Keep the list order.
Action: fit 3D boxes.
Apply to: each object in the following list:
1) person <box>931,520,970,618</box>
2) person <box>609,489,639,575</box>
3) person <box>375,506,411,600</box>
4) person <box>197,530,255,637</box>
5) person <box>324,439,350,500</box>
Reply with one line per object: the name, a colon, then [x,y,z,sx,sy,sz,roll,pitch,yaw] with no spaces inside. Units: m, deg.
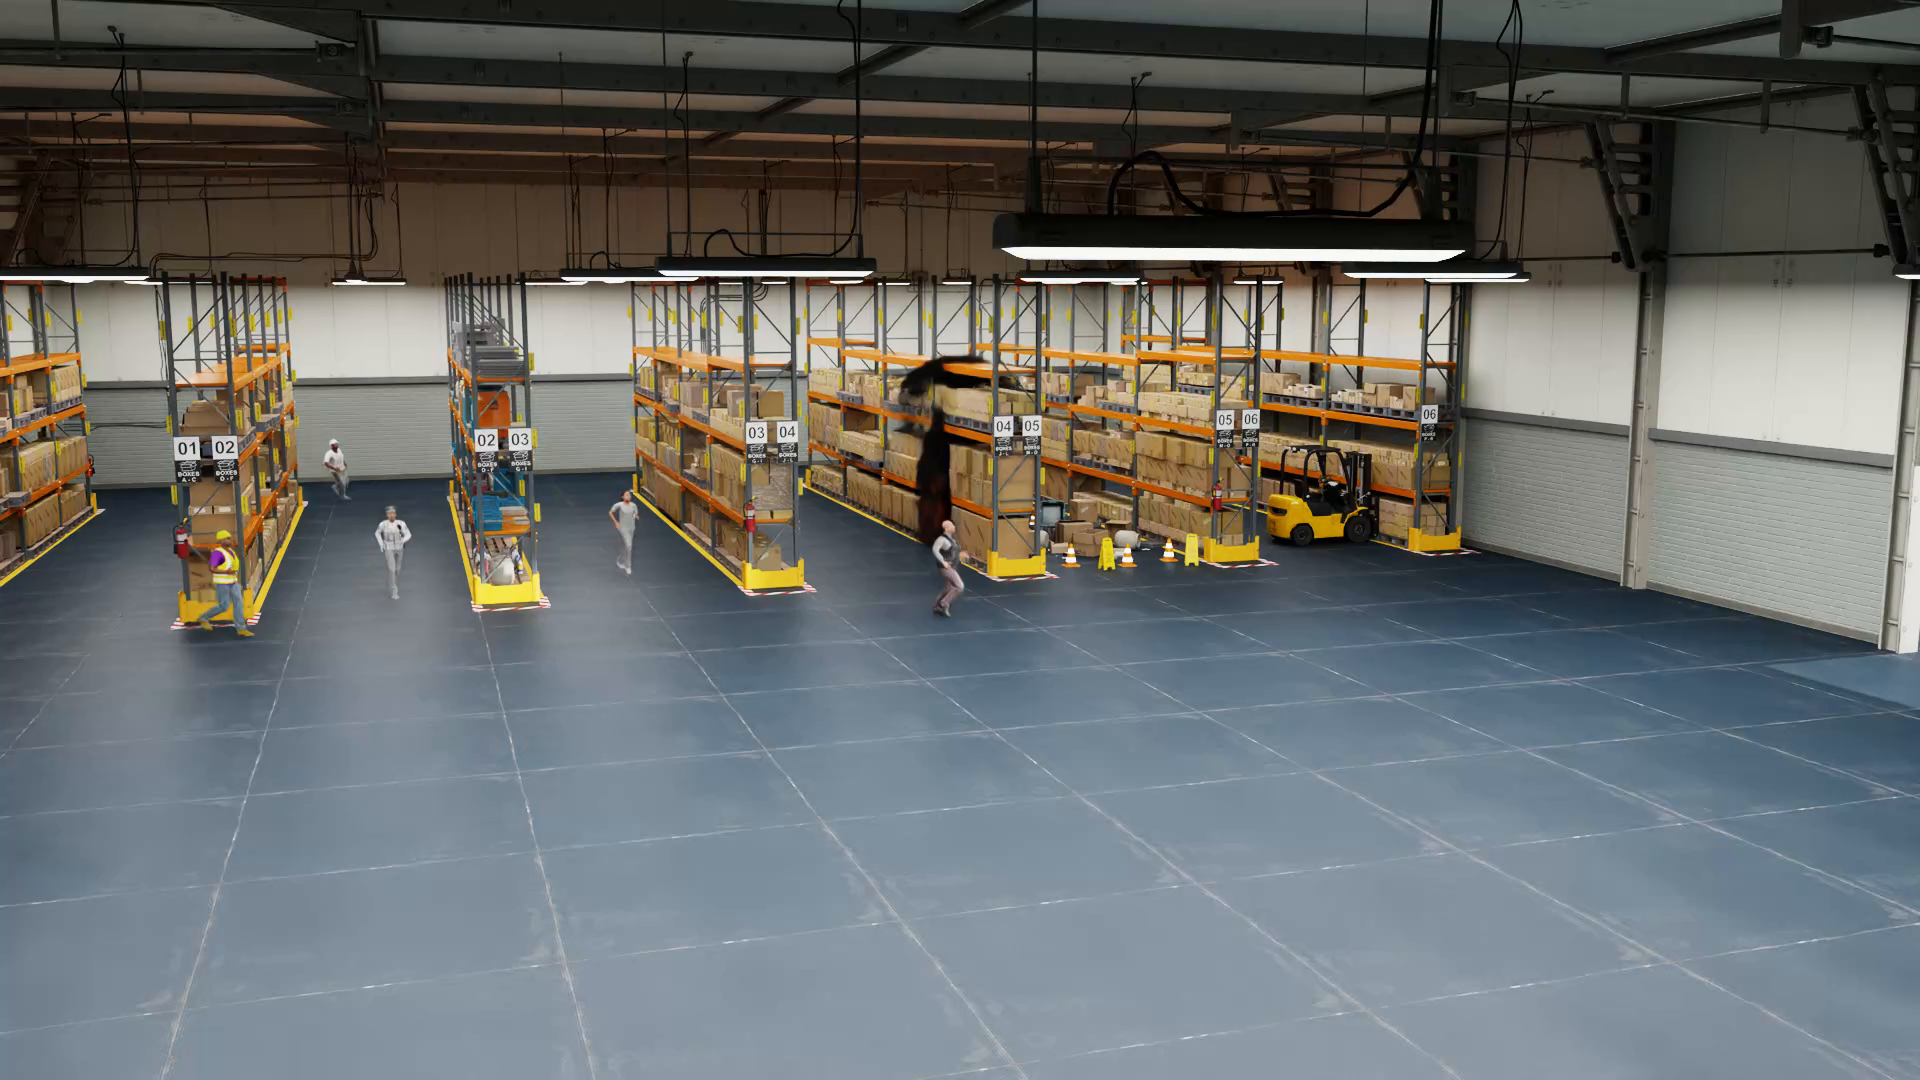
person: [-0.174,0.506,29.095,0.675,1.702,0.634,2,9,10]
person: [-6.770,-0.171,33.721,0.545,1.726,0.758,-8,12,-44]
person: [-10.580,0.209,31.101,0.605,1.745,0.772,-5,10,-29]
person: [-12.143,0.724,27.483,0.951,1.778,0.706,1,9,7]
person: [-17.001,-1.910,45.177,0.602,1.674,0.736,3,9,18]
